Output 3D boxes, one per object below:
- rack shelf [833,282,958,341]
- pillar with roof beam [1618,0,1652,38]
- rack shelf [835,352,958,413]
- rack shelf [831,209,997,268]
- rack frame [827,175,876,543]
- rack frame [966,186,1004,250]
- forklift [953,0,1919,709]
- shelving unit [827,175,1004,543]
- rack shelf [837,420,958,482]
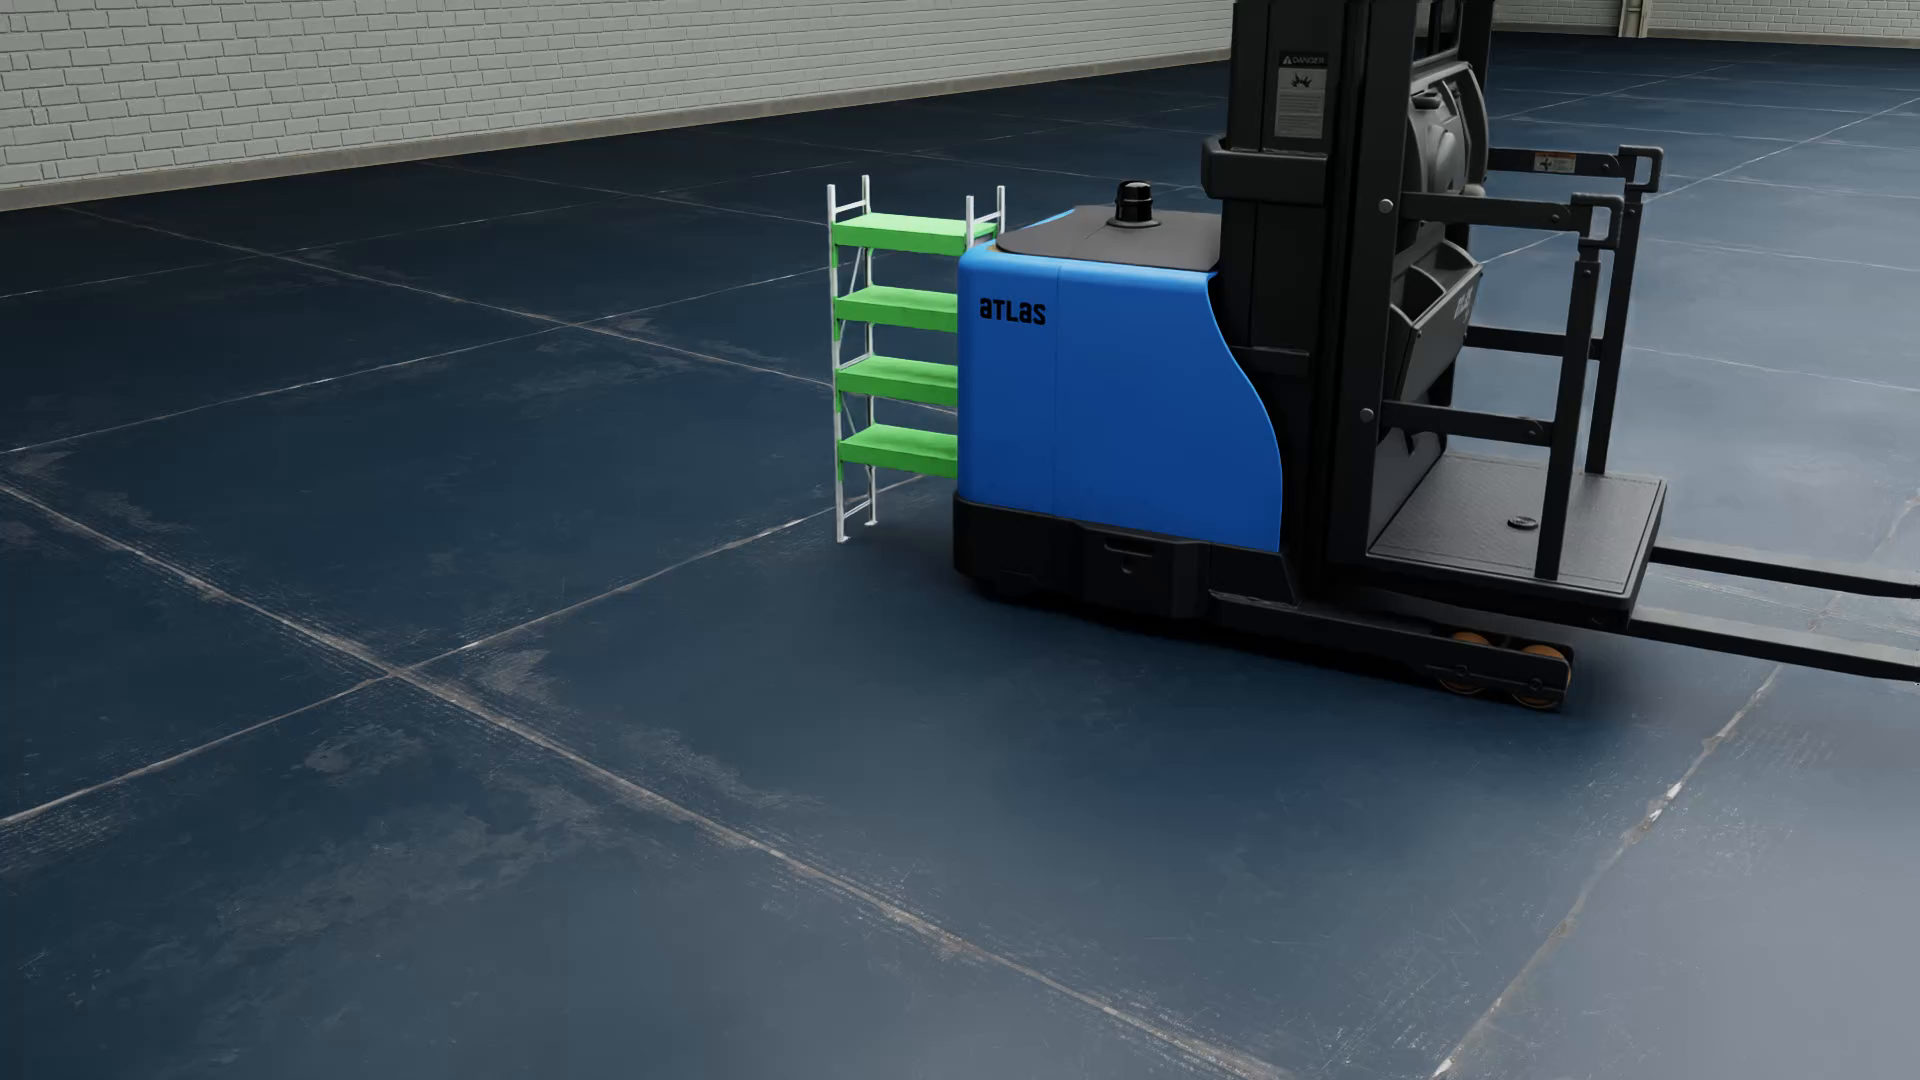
[{"bbox_3d":[-0.139,-0.715,5.364,0.480,0.148,0.258,10,23,25],"label":"rack shelf"},{"bbox_3d":[8.864,-11.701,23.945,0.400,9.000,9.100,16,26,36],"label":"pillar with roof beam"},{"bbox_3d":[-0.139,-0.490,5.448,0.480,0.148,0.258,10,23,25],"label":"rack shelf"},{"bbox_3d":[-0.139,-0.939,5.279,0.480,0.148,0.258,10,23,25],"label":"rack shelf"},{"bbox_3d":[-0.356,-0.589,5.529,0.015,1.200,0.240,10,23,25],"label":"rack frame"},{"bbox_3d":[0.079,-0.511,5.323,0.015,1.200,0.240,10,23,25],"label":"rack frame"},{"bbox_3d":[1.530,-1.133,4.518,3.031,2.935,1.130,10,23,25],"label":"forklift"},{"bbox_3d":[-0.139,-0.550,5.426,0.503,1.200,0.258,10,23,25],"label":"shelving unit"},{"bbox_3d":[-0.139,-0.266,5.533,0.480,0.148,0.258,10,23,25],"label":"rack shelf"}]
